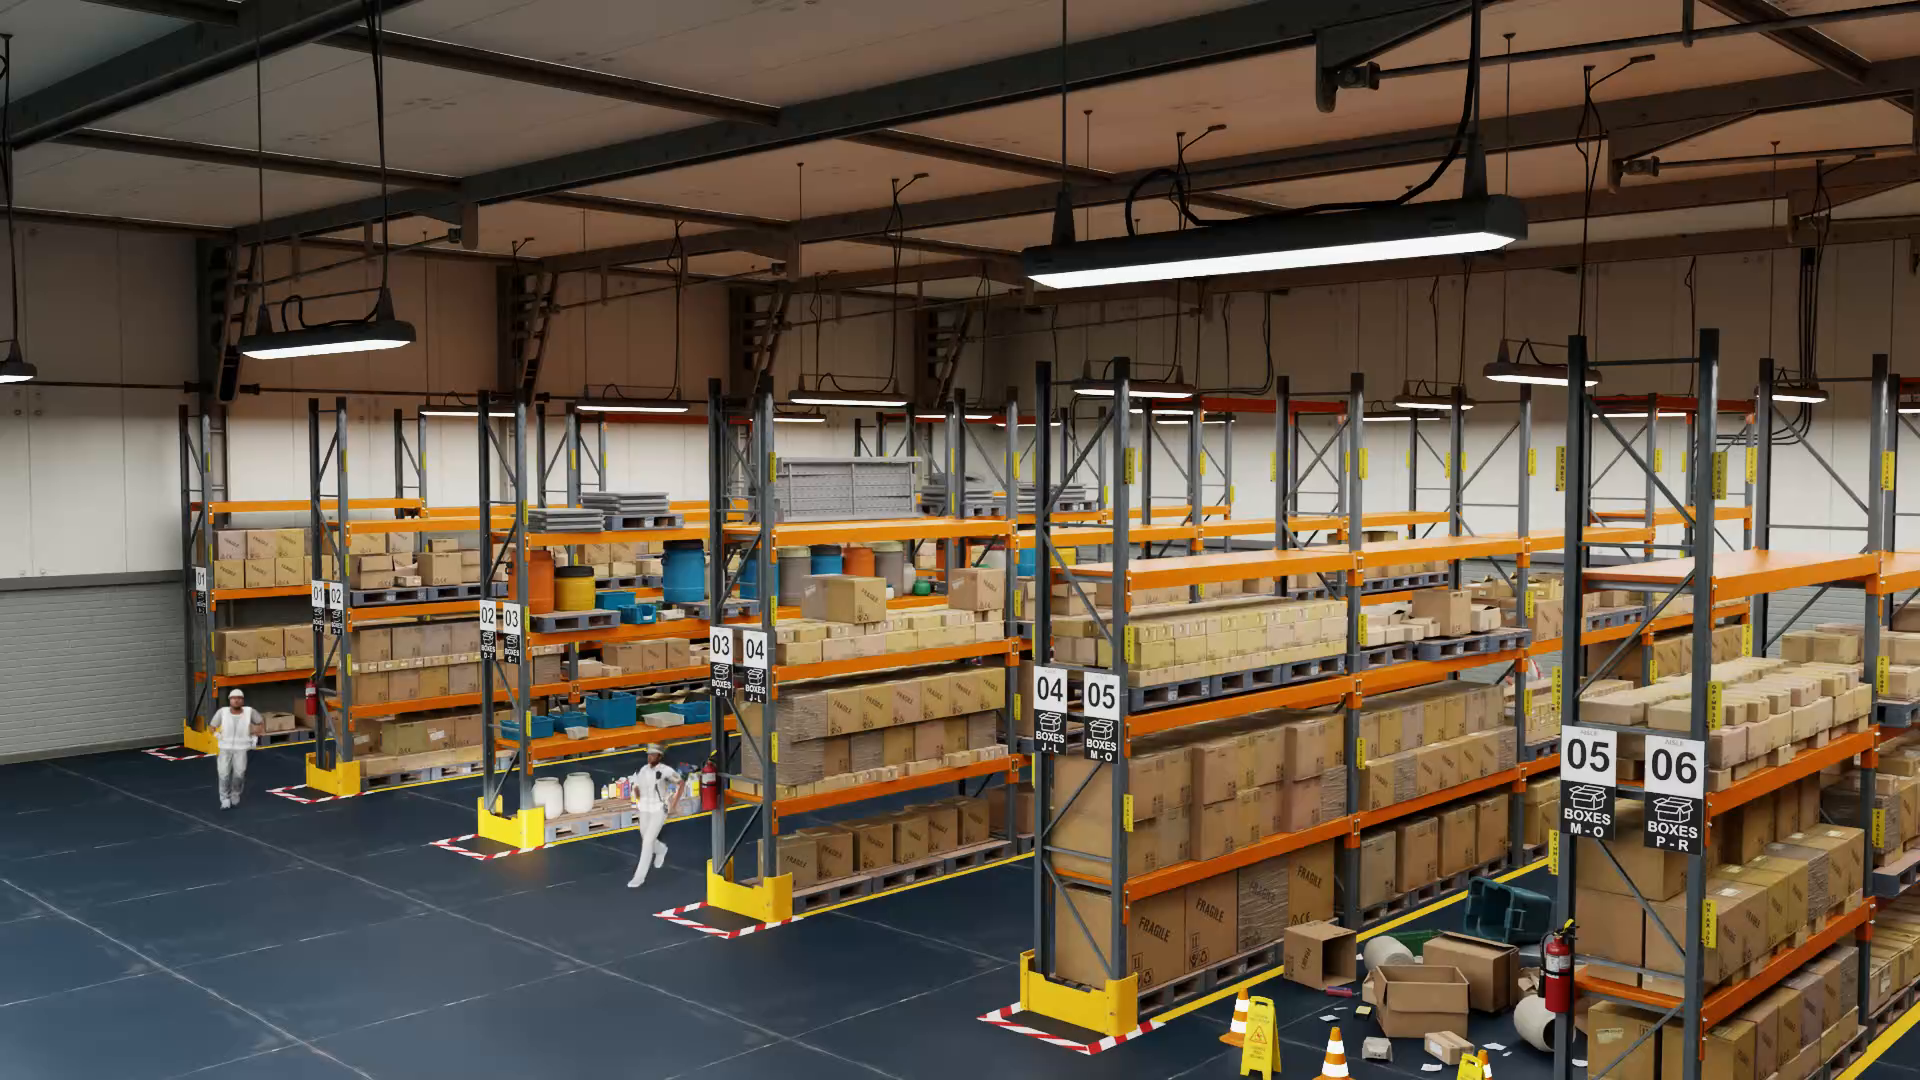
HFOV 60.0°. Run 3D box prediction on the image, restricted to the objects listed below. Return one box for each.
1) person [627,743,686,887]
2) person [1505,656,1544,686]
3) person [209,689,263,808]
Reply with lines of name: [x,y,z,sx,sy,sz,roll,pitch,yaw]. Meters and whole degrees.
person: [-3.696,3.263,20.020,0.610,1.654,0.981,1,3,24]
person: [10.137,2.744,29.699,0.716,1.723,0.901,-1,3,-15]
person: [-10.480,3.025,24.045,0.714,1.730,0.609,-1,3,-18]
